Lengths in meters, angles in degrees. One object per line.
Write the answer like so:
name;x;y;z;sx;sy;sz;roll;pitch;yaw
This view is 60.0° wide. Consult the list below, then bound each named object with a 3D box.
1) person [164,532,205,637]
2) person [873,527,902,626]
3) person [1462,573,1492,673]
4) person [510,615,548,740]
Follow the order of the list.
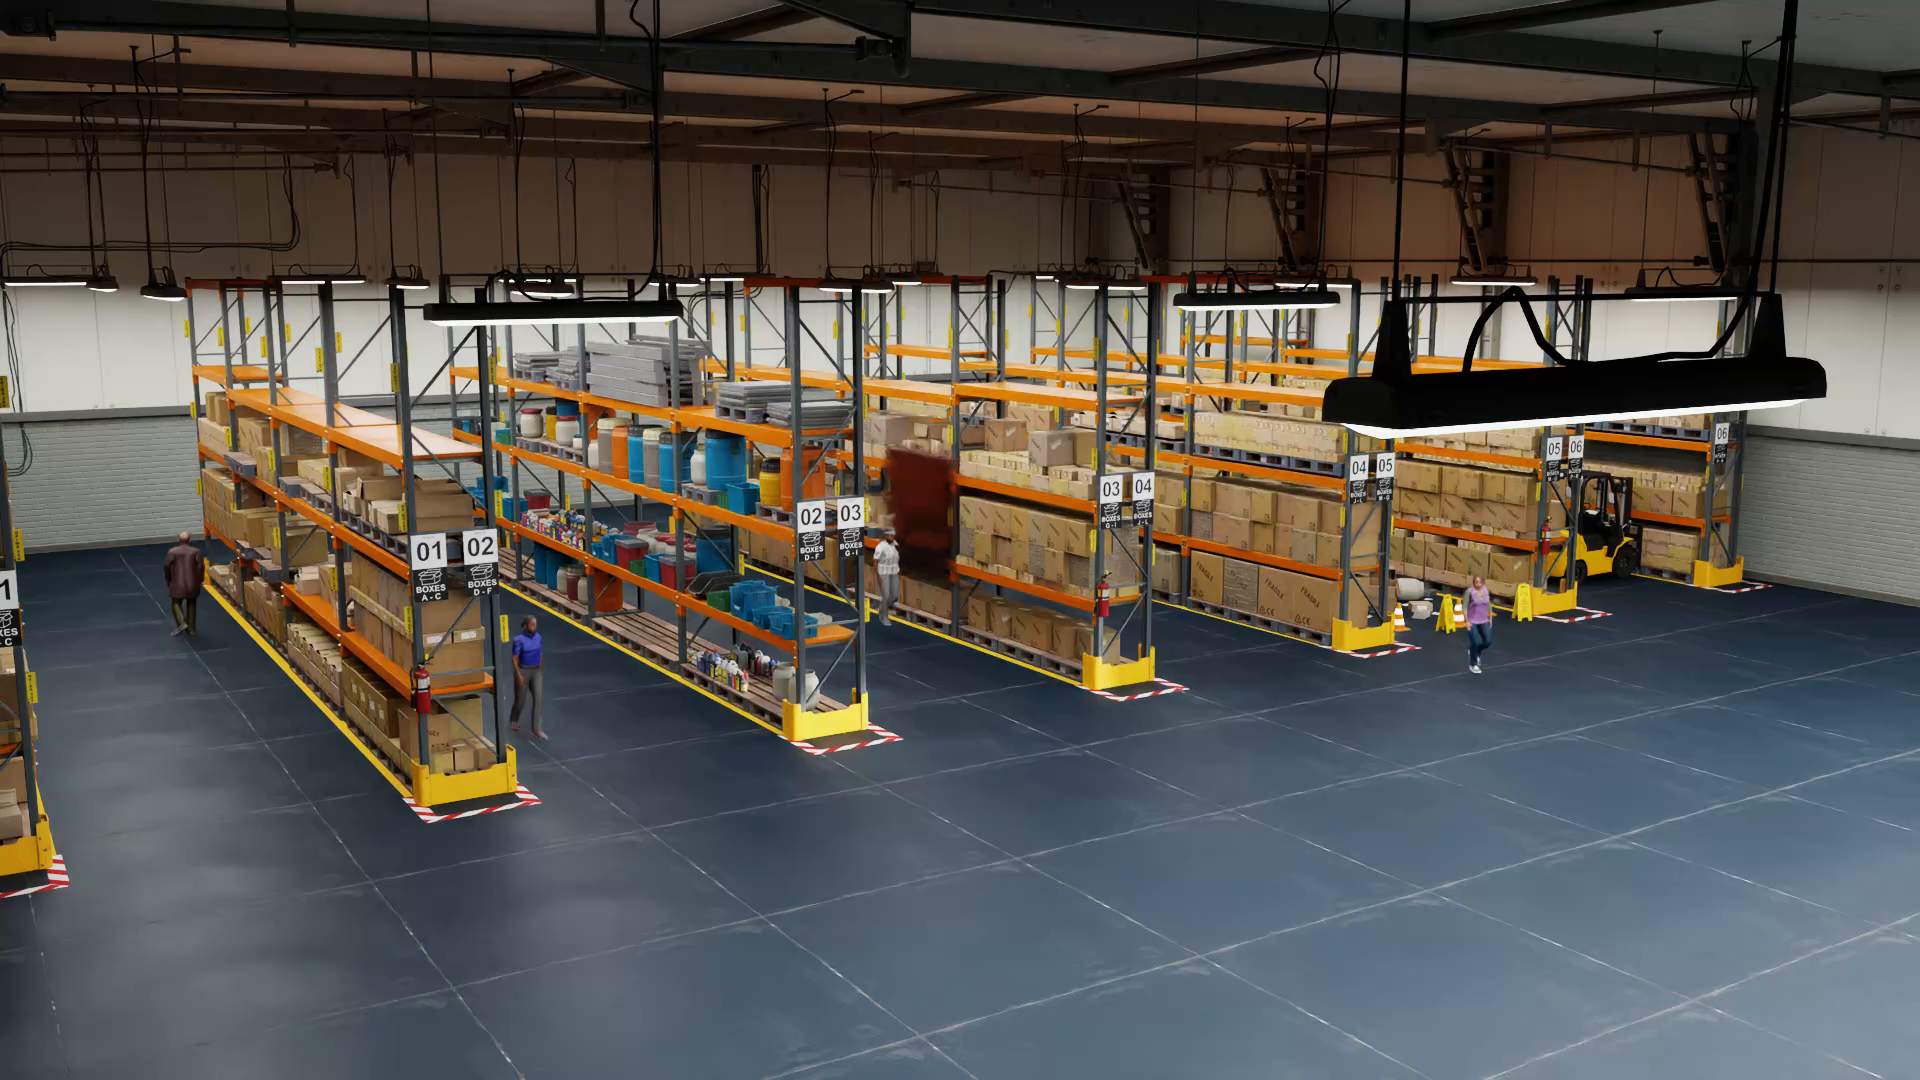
person;-13.131;0.762;28.225;0.632;1.752;0.703;-6;11;-31
person;-1.232;0.602;27.887;0.540;1.711;0.499;-7;12;-37
person;7.997;1.273;25.750;0.498;1.579;0.455;-1;10;-8
person;-5.782;1.820;22.361;0.805;1.640;0.543;8;12;40
